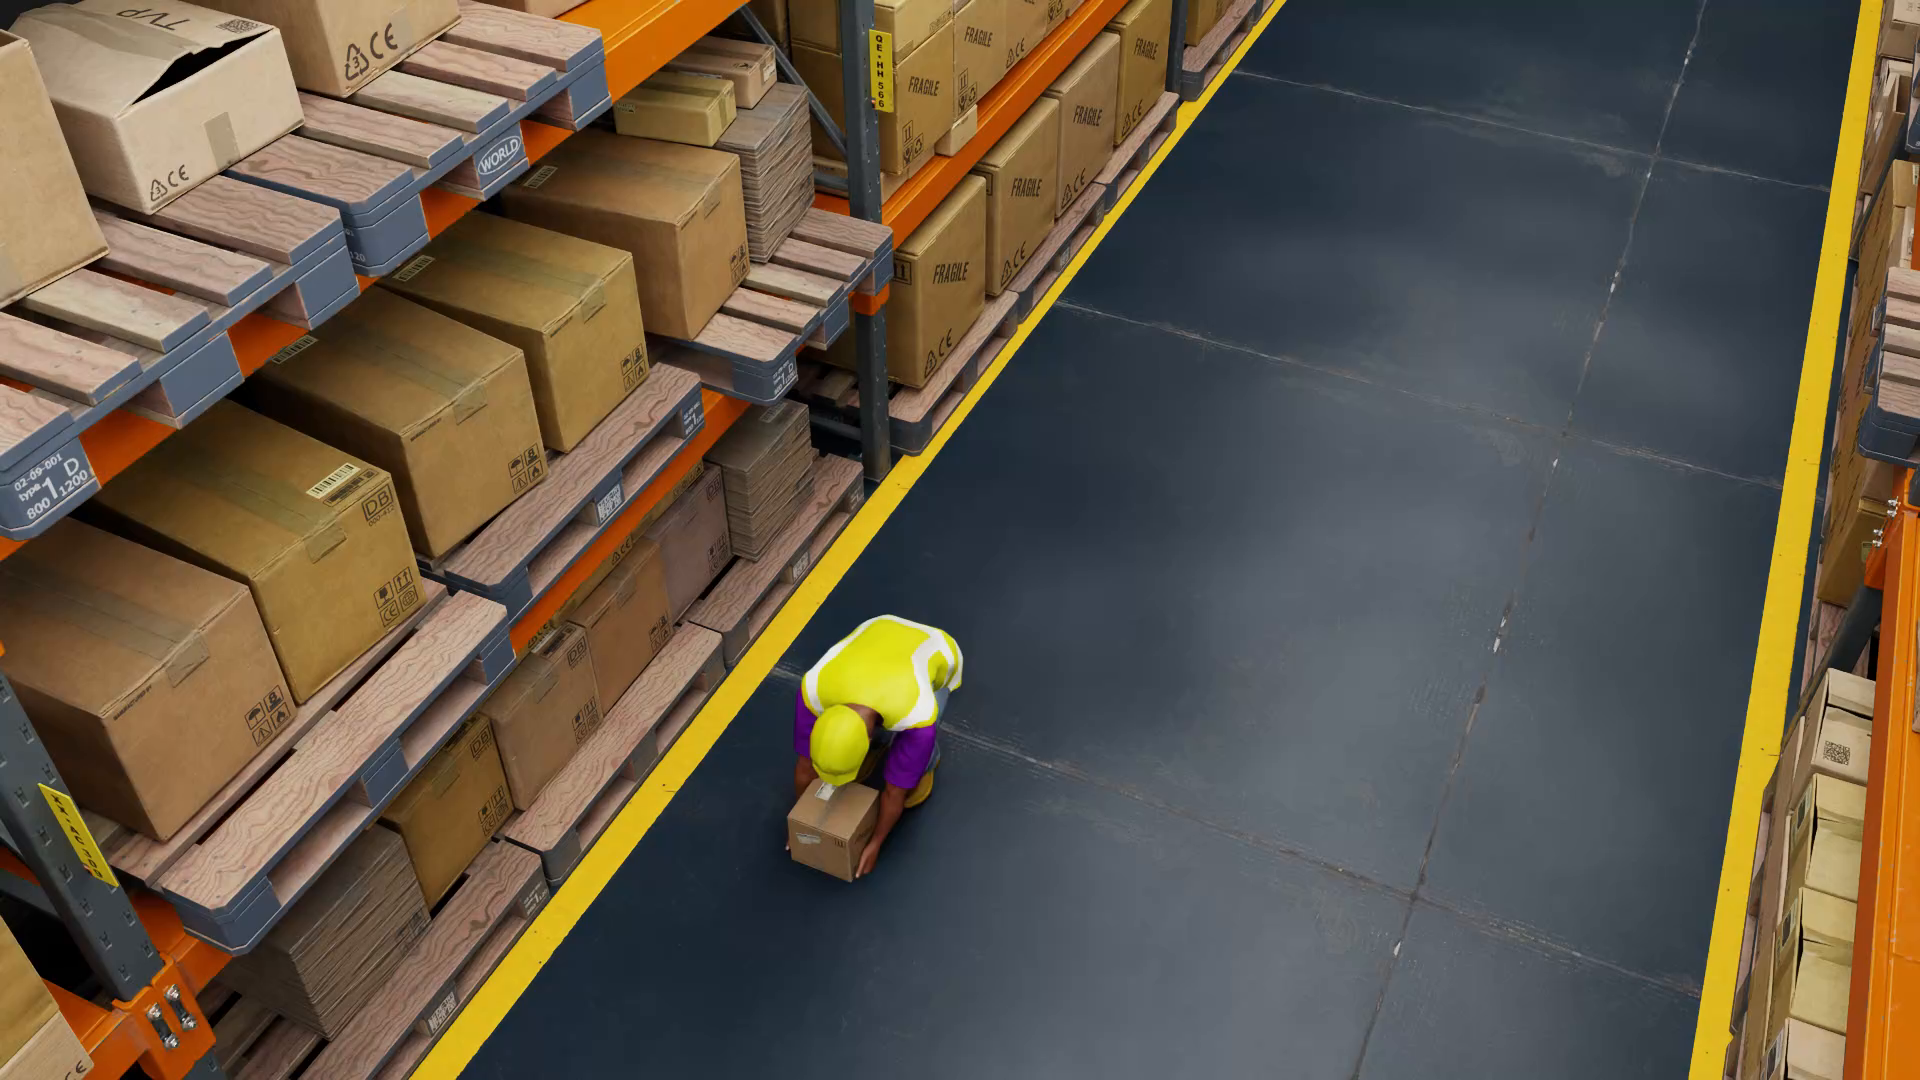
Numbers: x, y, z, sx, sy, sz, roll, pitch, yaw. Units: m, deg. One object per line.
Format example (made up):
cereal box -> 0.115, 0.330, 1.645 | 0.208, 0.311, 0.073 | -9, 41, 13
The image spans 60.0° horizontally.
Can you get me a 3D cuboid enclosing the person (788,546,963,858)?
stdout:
person -> -0.320, 0.613, 6.032 | 0.491, 0.992, 0.975 | 15, 44, 16
